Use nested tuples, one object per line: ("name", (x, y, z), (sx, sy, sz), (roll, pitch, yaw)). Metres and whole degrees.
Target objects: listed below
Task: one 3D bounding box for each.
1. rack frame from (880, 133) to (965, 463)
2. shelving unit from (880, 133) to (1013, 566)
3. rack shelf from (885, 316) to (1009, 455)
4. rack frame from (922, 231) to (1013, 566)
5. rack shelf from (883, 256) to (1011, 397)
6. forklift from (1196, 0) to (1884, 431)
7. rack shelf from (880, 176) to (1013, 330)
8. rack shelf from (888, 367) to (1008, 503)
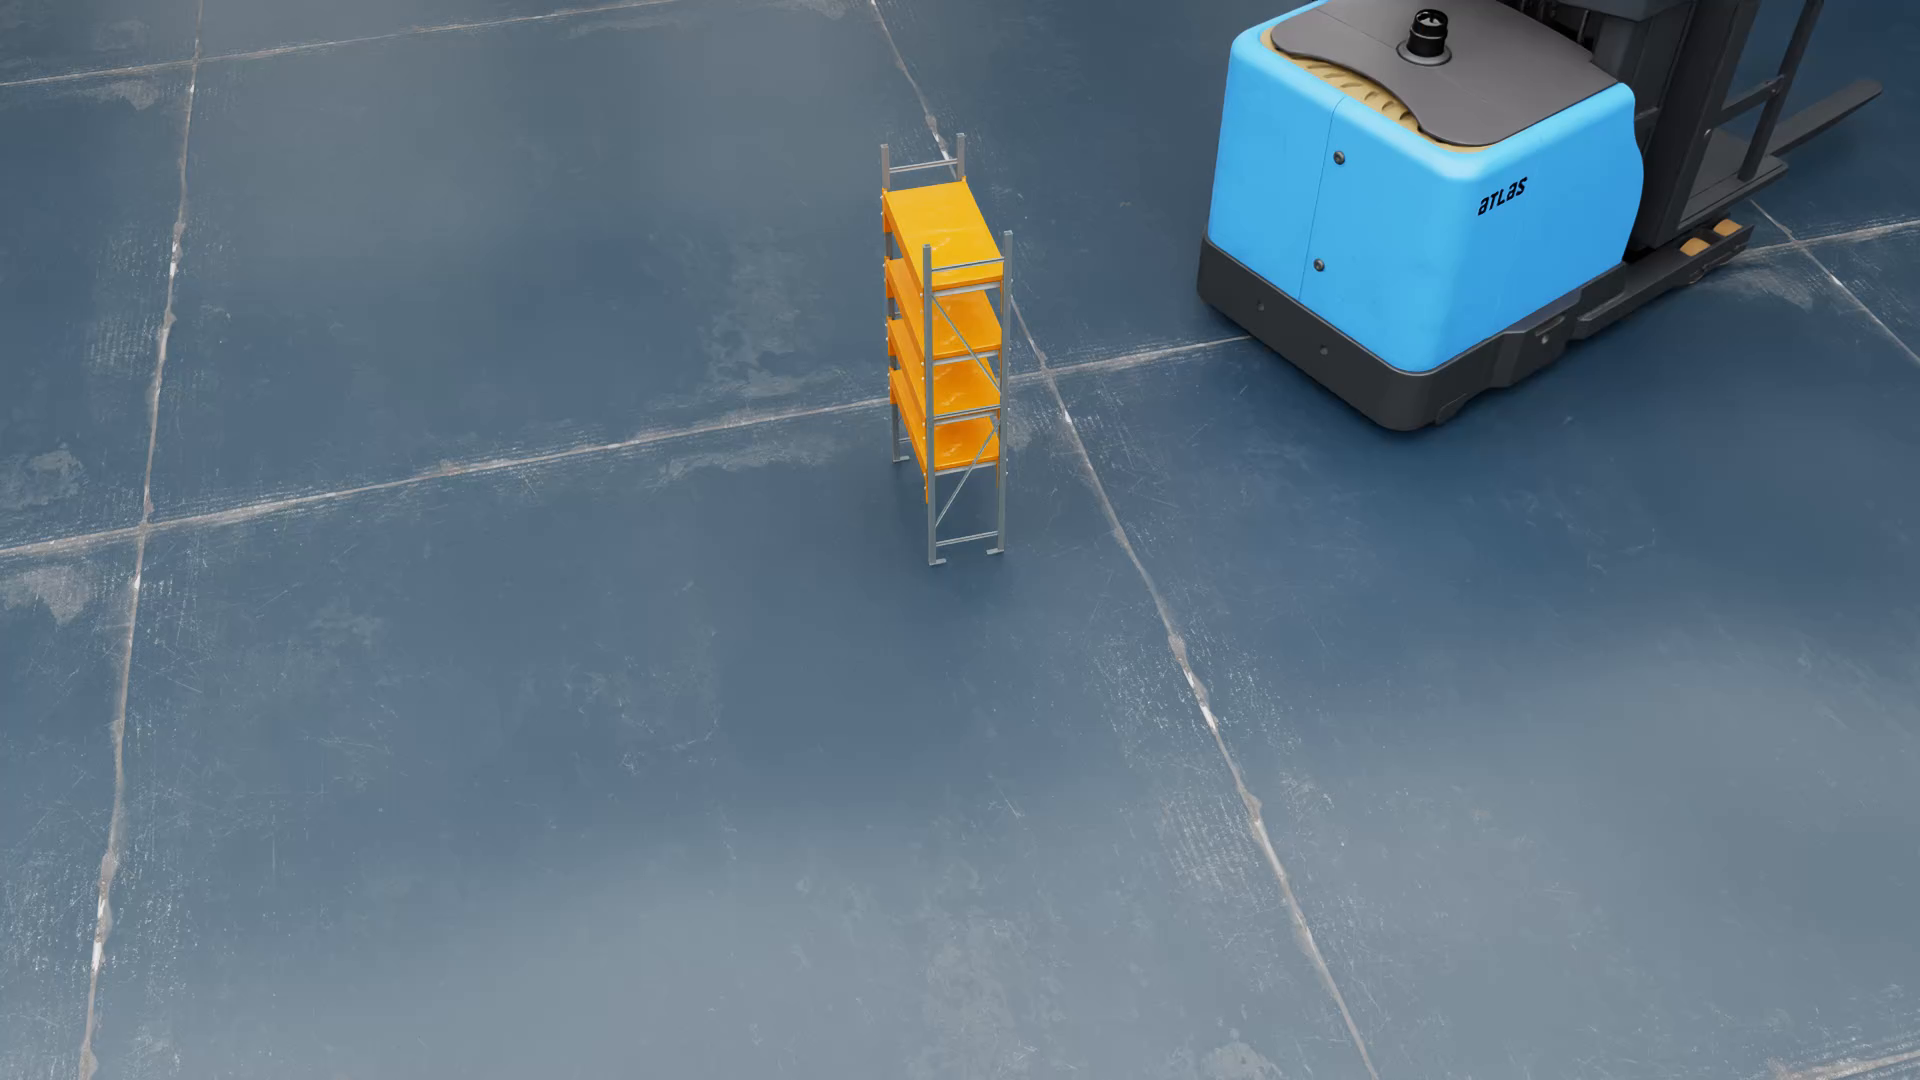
("rack frame", (-0.105, -0.703, 5.099), (0.240, 1.200, 0.015), (-11, 47, -10))
("shelving unit", (-0.042, -0.534, 4.933), (0.258, 1.200, 0.503), (-11, 47, -10))
("rack shelf", (-0.042, -0.487, 4.982), (0.258, 0.148, 0.480), (-11, 47, -10))
("rack frame", (0.020, -0.366, 4.768), (0.240, 1.200, 0.015), (-11, 47, -10))
("rack shelf", (-0.042, -0.644, 4.822), (0.258, 0.148, 0.480), (-11, 47, -10))
("forklift", (2.342, -2.254, 5.407), (3.031, 2.935, 1.130), (-28, 52, -25))
("rack shelf", (-0.042, -0.809, 4.653), (0.258, 0.148, 0.480), (-11, 47, -10))
("rack shelf", (-0.042, -0.348, 5.123), (0.258, 0.148, 0.480), (-11, 47, -10))
